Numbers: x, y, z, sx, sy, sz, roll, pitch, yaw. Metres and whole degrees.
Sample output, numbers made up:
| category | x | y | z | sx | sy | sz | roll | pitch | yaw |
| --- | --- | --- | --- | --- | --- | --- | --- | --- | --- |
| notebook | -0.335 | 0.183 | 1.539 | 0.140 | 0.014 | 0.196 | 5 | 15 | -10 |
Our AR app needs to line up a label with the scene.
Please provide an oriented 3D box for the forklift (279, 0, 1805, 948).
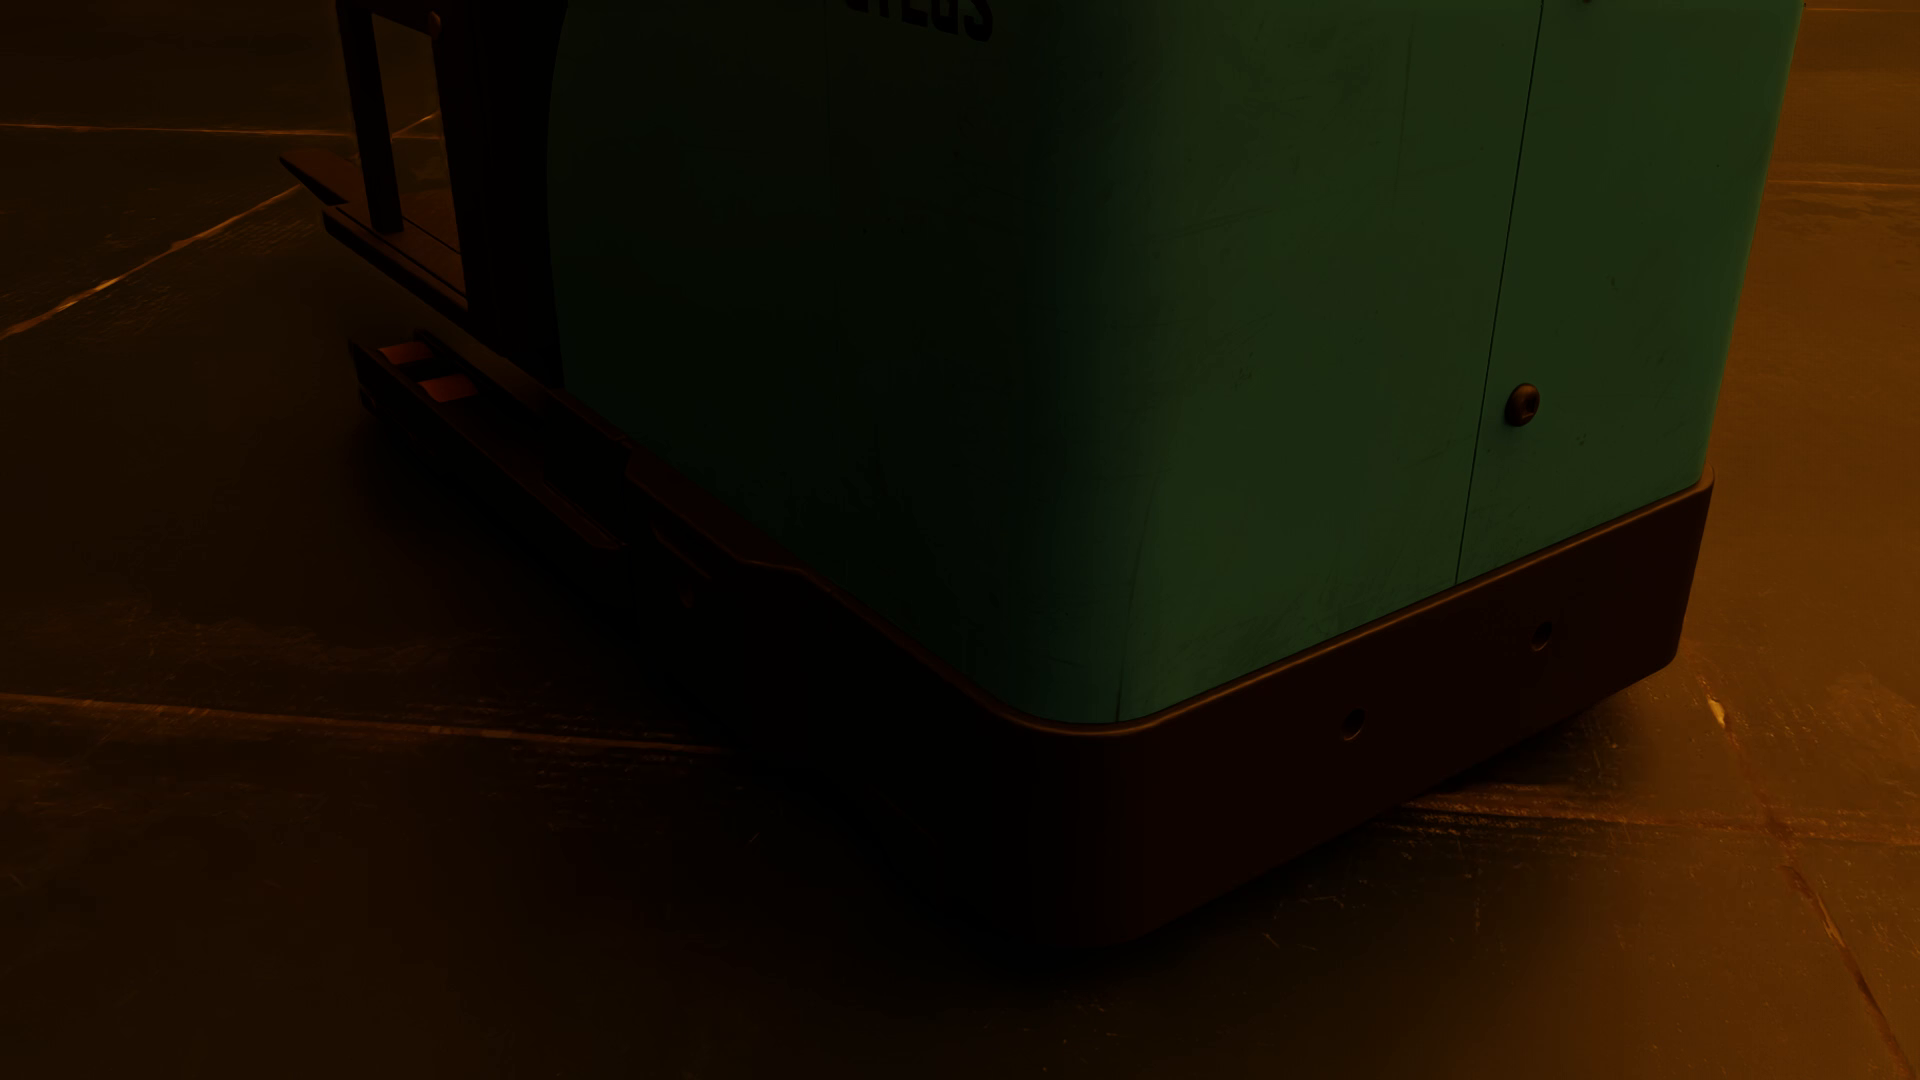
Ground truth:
| category | x | y | z | sx | sy | sz | roll | pitch | yaw |
| --- | --- | --- | --- | --- | --- | --- | --- | --- | --- |
| forklift | -0.374 | -1.527 | 2.279 | 1.130 | 2.935 | 3.031 | -18 | 32 | -32 |
